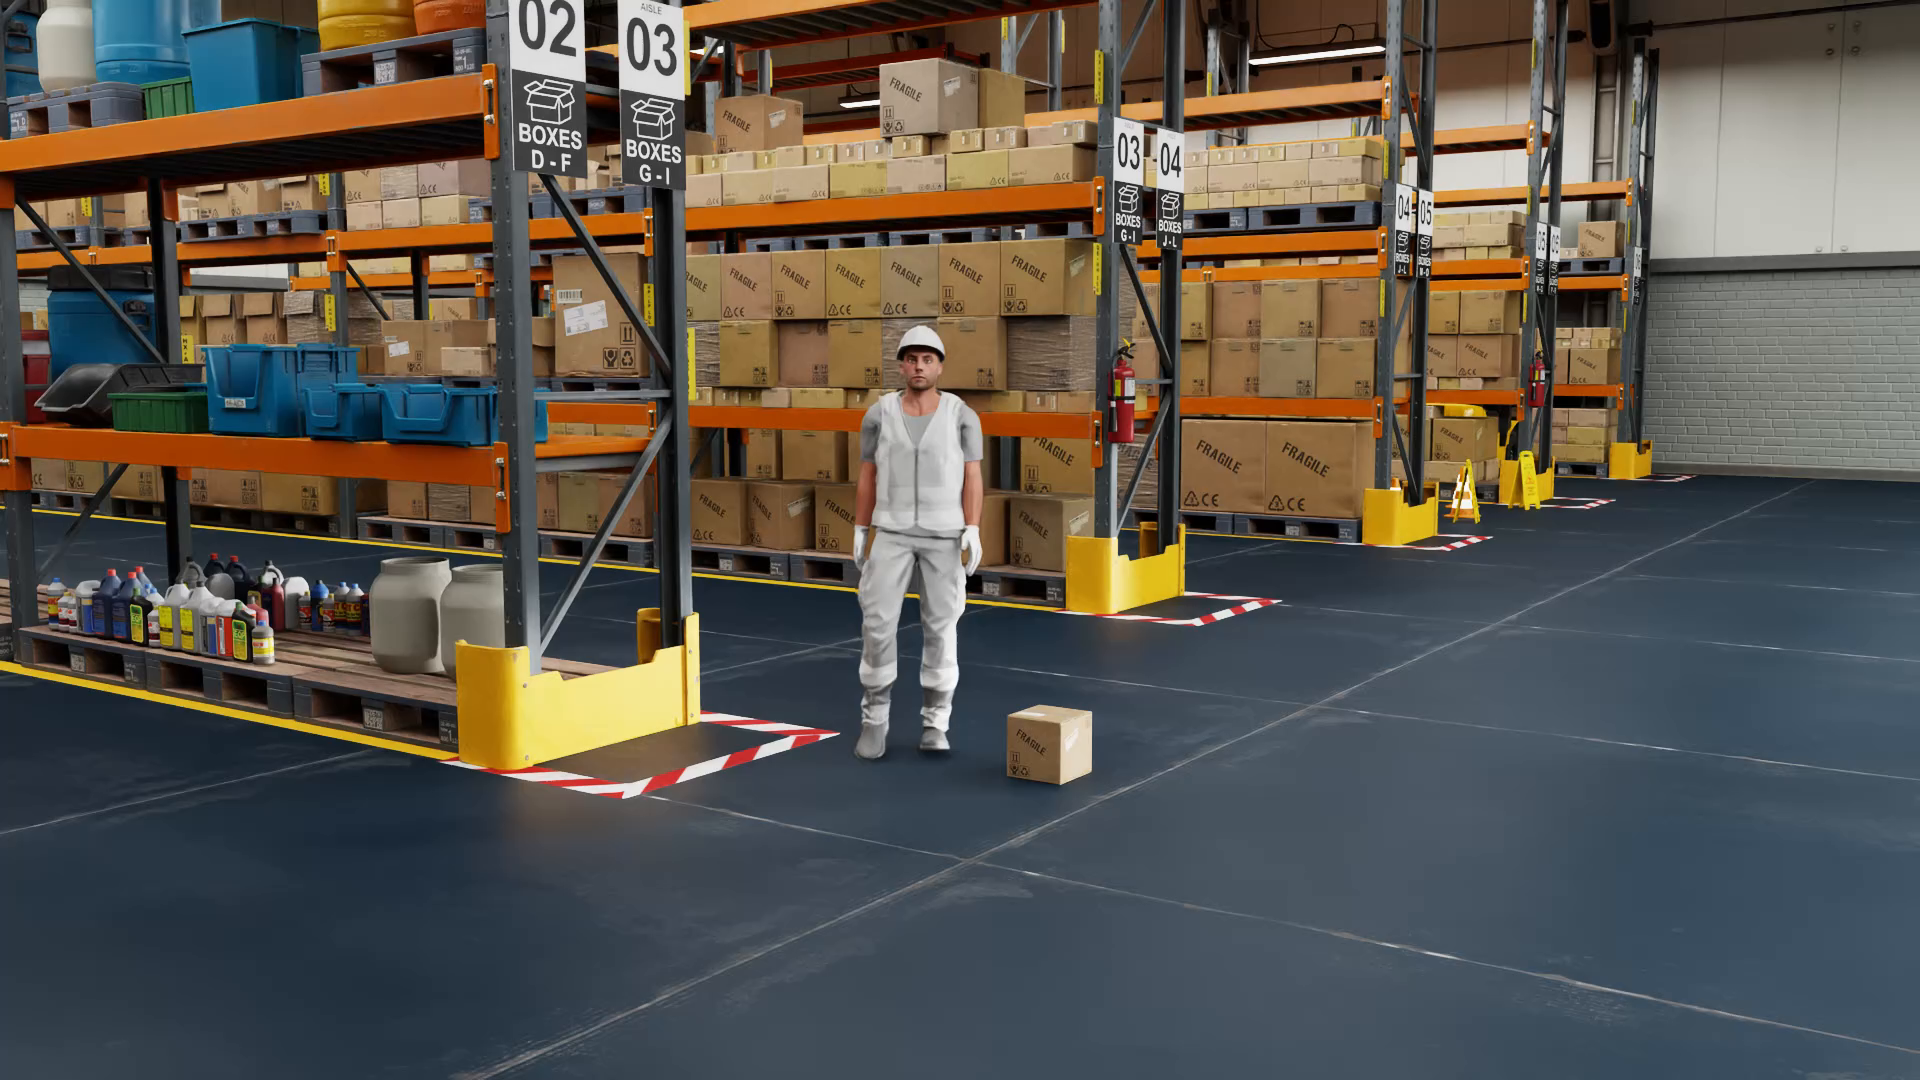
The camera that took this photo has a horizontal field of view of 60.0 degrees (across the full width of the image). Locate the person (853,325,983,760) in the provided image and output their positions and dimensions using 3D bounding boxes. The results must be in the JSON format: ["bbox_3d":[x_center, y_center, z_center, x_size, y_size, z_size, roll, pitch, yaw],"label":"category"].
[{"bbox_3d":[-0.180,0.013,7.005,0.554,1.823,0.393,0,6,2],"label":"person"}]
